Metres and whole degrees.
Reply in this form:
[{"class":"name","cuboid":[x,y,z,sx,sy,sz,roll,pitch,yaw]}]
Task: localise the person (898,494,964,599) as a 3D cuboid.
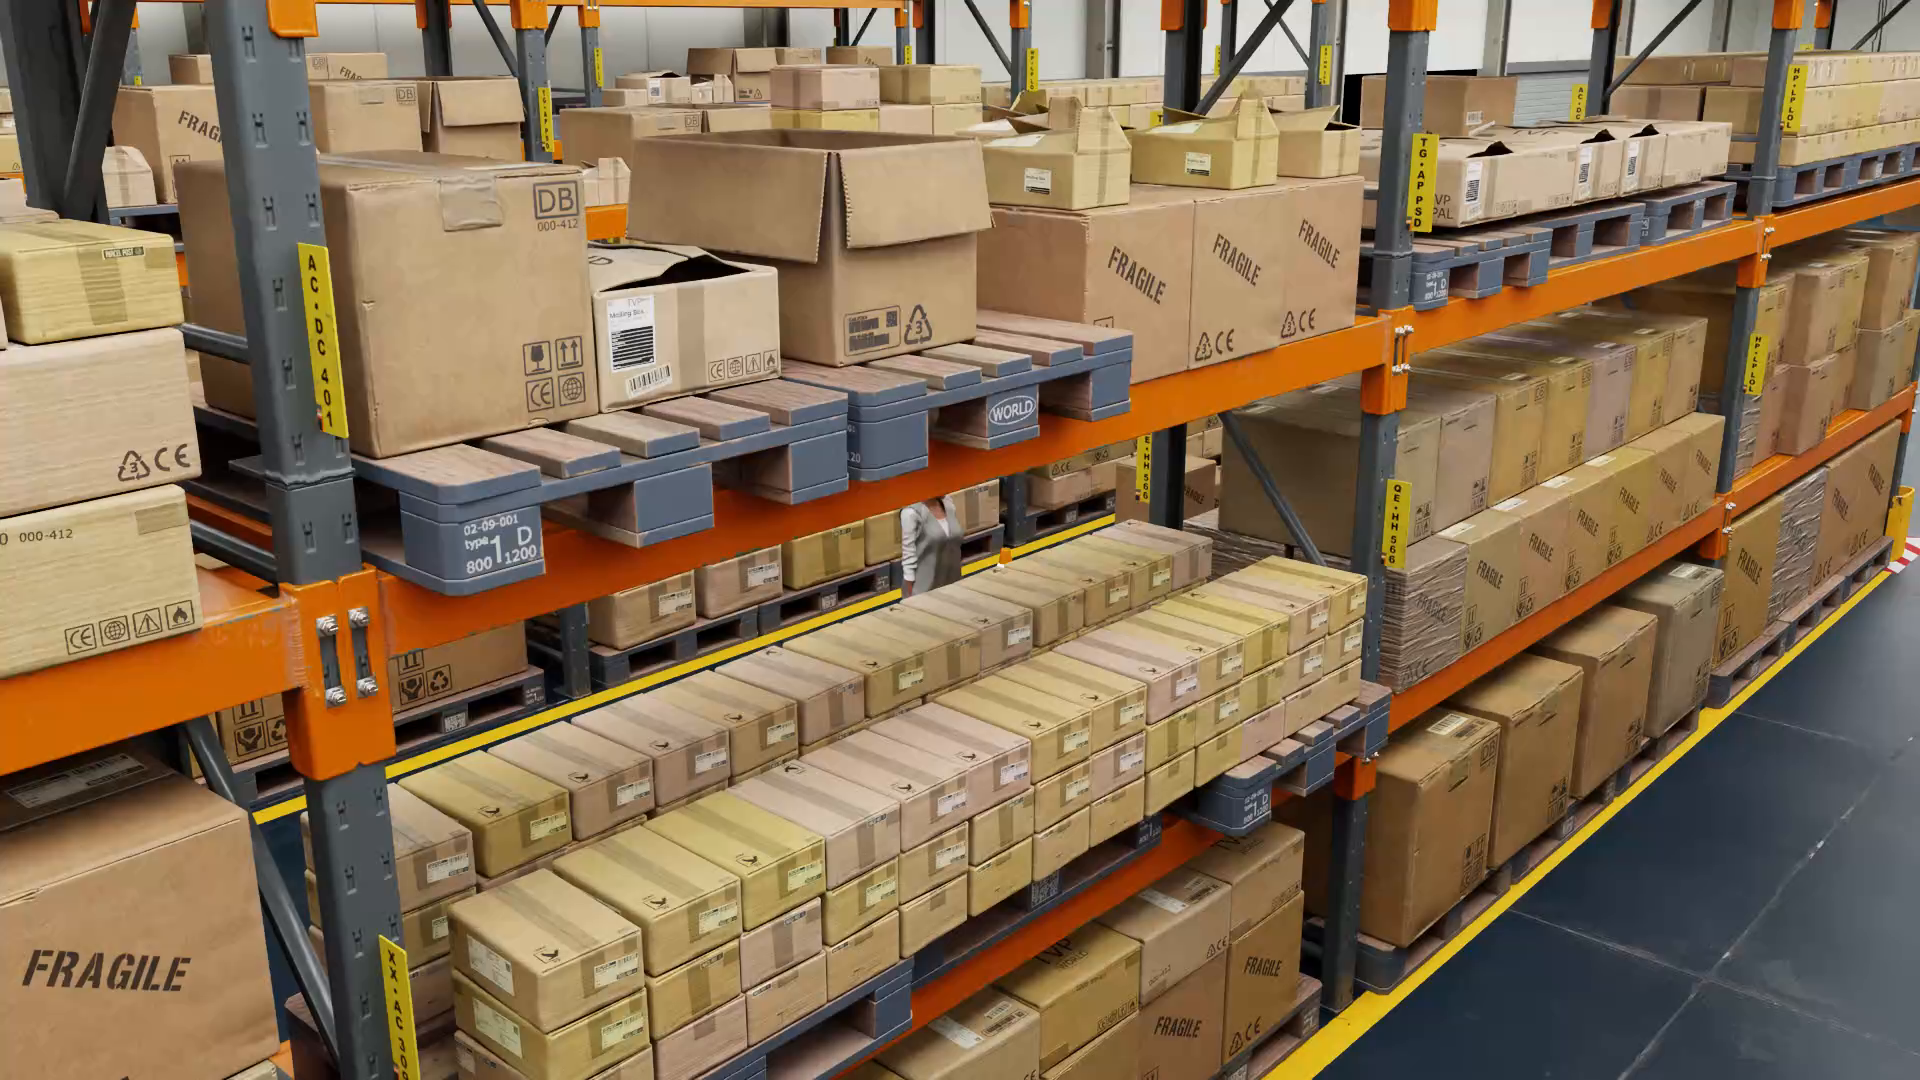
[{"class":"person","cuboid":[-0.146,0.318,9.041,0.308,1.596,0.405,15,23,41]}]
